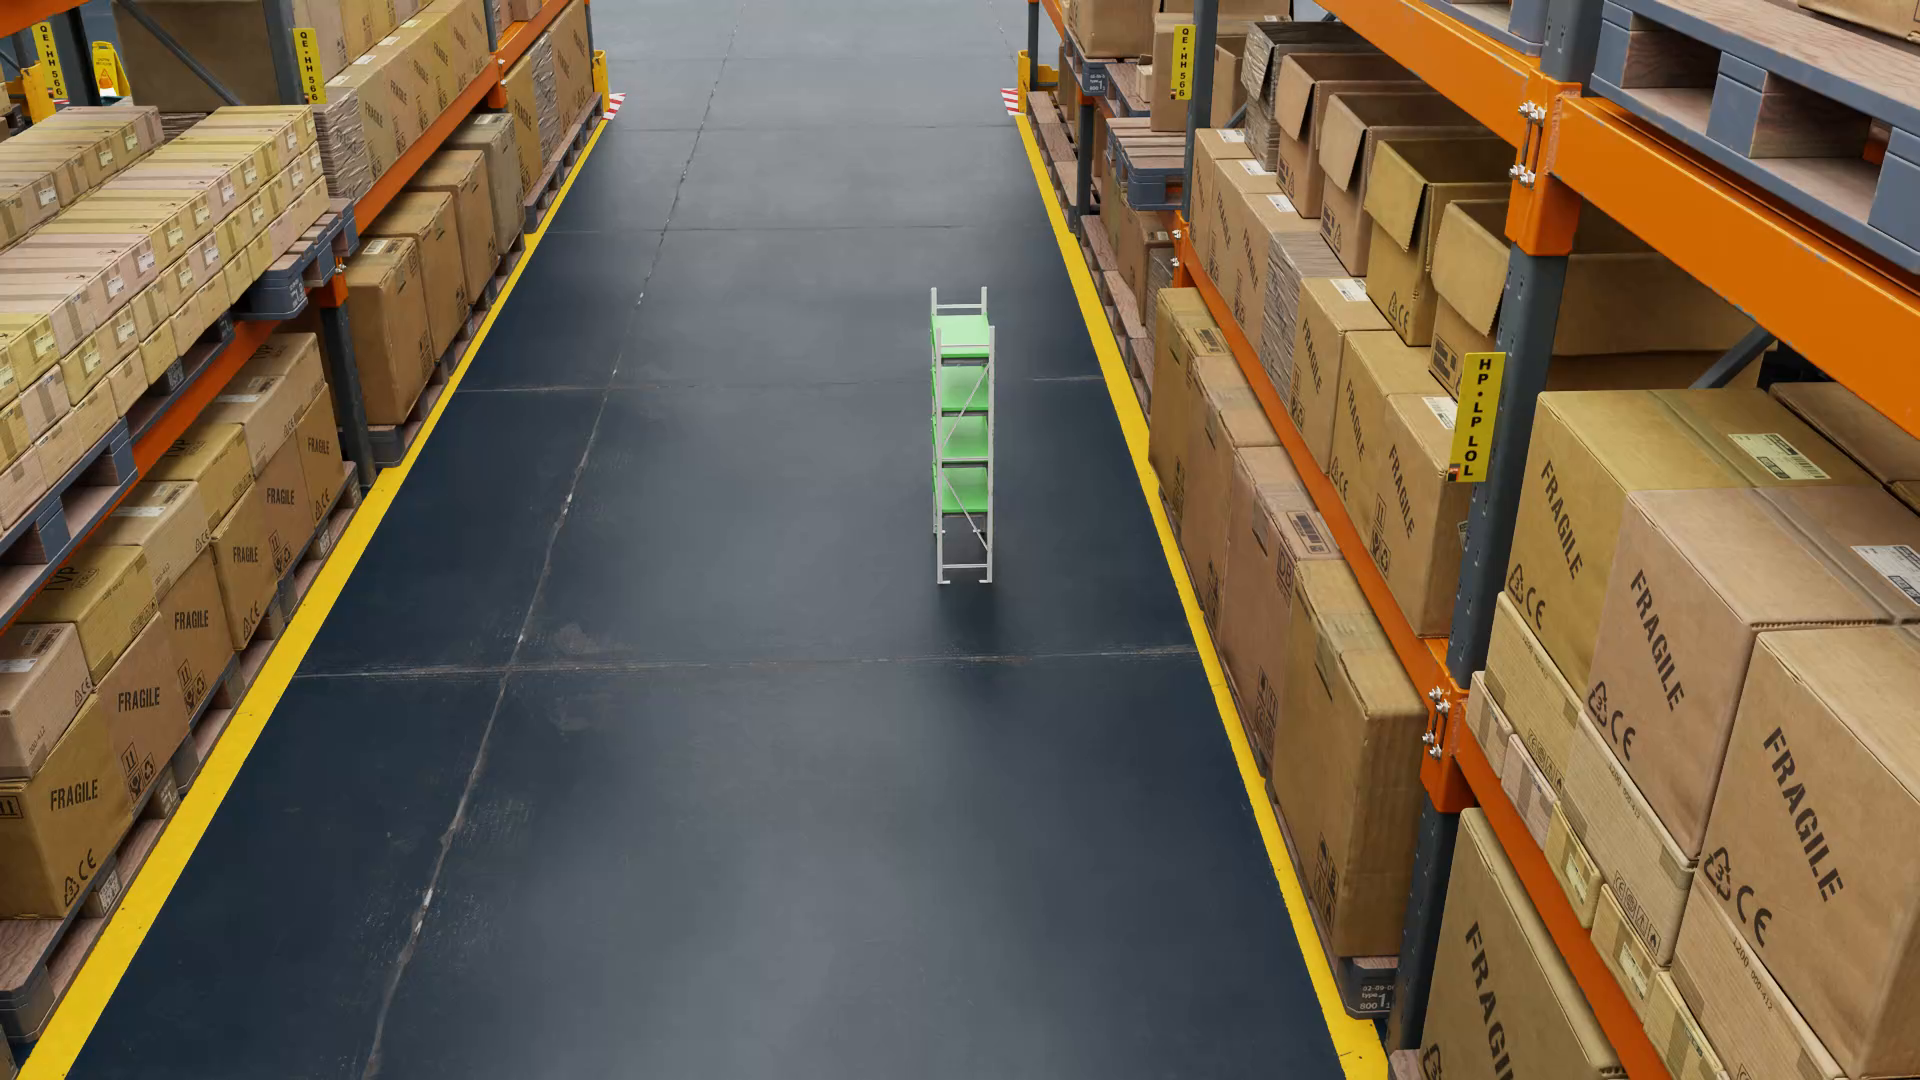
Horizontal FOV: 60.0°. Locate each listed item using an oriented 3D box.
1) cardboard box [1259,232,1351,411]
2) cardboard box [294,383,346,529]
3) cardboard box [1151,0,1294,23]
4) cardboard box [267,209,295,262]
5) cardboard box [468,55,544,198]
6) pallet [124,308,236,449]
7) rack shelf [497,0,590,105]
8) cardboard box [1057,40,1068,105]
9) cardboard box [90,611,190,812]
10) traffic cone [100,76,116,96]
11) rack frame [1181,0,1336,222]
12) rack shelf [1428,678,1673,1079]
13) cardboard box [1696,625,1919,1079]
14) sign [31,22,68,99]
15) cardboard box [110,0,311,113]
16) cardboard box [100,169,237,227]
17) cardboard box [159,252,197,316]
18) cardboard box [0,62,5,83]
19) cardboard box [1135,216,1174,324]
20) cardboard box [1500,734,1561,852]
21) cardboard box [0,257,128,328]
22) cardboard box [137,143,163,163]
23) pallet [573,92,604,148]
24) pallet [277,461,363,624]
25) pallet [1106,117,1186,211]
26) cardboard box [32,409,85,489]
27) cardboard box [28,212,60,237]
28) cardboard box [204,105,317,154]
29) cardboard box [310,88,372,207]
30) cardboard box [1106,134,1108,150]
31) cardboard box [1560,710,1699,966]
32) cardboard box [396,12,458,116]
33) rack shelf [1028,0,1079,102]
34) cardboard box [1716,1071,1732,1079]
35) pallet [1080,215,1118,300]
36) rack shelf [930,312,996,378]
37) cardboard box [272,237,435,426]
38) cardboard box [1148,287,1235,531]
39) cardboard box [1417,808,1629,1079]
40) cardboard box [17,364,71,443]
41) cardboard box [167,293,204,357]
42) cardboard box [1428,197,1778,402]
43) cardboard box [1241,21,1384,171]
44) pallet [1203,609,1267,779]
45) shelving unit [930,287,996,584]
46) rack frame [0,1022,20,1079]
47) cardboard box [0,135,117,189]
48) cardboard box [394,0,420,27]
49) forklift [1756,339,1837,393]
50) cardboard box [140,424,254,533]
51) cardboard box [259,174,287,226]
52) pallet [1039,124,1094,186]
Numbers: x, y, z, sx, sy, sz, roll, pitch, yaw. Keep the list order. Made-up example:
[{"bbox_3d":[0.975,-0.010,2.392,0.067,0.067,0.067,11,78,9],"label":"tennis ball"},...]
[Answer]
[{"bbox_3d":[1.378,-0.778,5.890,0.500,0.500,0.500,-1,28,-2],"label":"cardboard box"},{"bbox_3d":[-3.123,-0.378,7.479,0.500,0.500,0.500,-2,28,-3],"label":"cardboard box"},{"bbox_3d":[1.514,-2.951,9.599,0.797,0.503,0.637,1,28,3],"label":"cardboard box"},{"bbox_3d":[-2.908,-1.222,6.667,0.380,0.149,0.250,-1,28,-2],"label":"cardboard box"},{"bbox_3d":[-3.590,-2.981,12.065,0.875,0.875,0.875,-1,28,-2],"label":"cardboard box"},{"bbox_3d":[-3.274,-0.599,5.863,1.003,0.211,1.213,-1,28,-3],"label":"pallet"},{"bbox_3d":[-3.731,-4.049,13.048,1.077,0.370,4.000,-1,28,-3],"label":"rack shelf"},{"bbox_3d":[1.139,-4.154,14.720,0.500,0.500,0.500,4,28,7],"label":"cardboard box"},{"bbox_3d":[-3.012,0.580,5.643,0.500,0.500,0.500,0,28,0],"label":"cardboard box"},{"bbox_3d":[-7.463,-3.833,14.600,0.336,0.463,0.334,-1,28,-3],"label":"traffic cone"},{"bbox_3d":[1.540,-1.670,7.709,1.000,3.000,0.127,-1,28,-3],"label":"rack frame"},{"bbox_3d":[1.854,1.419,2.563,1.077,0.370,4.000,-1,28,-3],"label":"rack shelf"},{"bbox_3d":[1.569,0.474,2.627,0.500,0.500,0.500,-2,28,-4],"label":"cardboard box"},{"bbox_3d":[-3.972,-2.096,7.273,0.100,0.325,0.005,-1,28,-3],"label":"sign"},{"bbox_3d":[-3.432,-2.293,7.713,0.700,0.500,0.500,-2,28,-3],"label":"cardboard box"},{"bbox_3d":[-2.886,-1.249,6.075,0.380,0.149,0.250,-1,28,-3],"label":"cardboard box"},{"bbox_3d":[-2.854,-0.872,5.674,0.380,0.149,0.250,-2,28,-4],"label":"cardboard box"},{"bbox_3d":[-8.472,-4.062,14.002,0.500,0.500,0.500,-1,28,-2],"label":"cardboard box"},{"bbox_3d":[1.407,-1.584,9.770,0.700,0.500,0.500,1,28,2],"label":"cardboard box"},{"bbox_3d":[1.446,0.554,3.716,0.380,0.149,0.250,-2,28,-4],"label":"cardboard box"},{"bbox_3d":[-2.826,-0.762,5.142,0.380,0.149,0.250,-2,28,-3],"label":"cardboard box"},{"bbox_3d":[-3.593,-1.576,7.024,0.380,0.149,0.250,0,28,0],"label":"cardboard box"},{"bbox_3d":[-3.716,-3.688,14.593,1.003,0.211,1.213,-1,28,-3],"label":"pallet"},{"bbox_3d":[-3.379,0.000,7.522,1.003,0.211,1.213,-1,28,-3],"label":"pallet"},{"bbox_3d":[1.397,-1.912,8.380,1.213,0.211,1.003,-1,28,-3],"label":"pallet"},{"bbox_3d":[-2.800,-0.261,4.825,0.380,0.149,0.250,-1,28,-2],"label":"cardboard box"},{"bbox_3d":[-3.534,-1.096,6.104,0.380,0.149,0.250,-1,28,-3],"label":"cardboard box"},{"bbox_3d":[-2.935,-1.721,6.980,0.380,0.149,0.250,-2,28,-5],"label":"cardboard box"},{"bbox_3d":[-3.172,-1.856,7.956,0.500,0.500,0.500,-1,28,-2],"label":"cardboard box"},{"bbox_3d":[1.351,-2.781,12.088,0.500,0.500,0.500,-2,28,-4],"label":"cardboard box"},{"bbox_3d":[1.533,0.564,3.265,0.500,0.250,0.500,-2,28,-3],"label":"cardboard box"},{"bbox_3d":[-3.280,-2.788,9.743,0.500,0.500,0.500,-1,28,-2],"label":"cardboard box"},{"bbox_3d":[1.227,-4.122,13.188,1.077,0.370,4.000,-1,28,-3],"label":"rack shelf"},{"bbox_3d":[1.501,1.031,2.801,0.380,0.149,0.250,-1,28,-2],"label":"cardboard box"},{"bbox_3d":[1.374,-1.922,11.207,1.003,0.211,1.213,-1,28,-3],"label":"pallet"},{"bbox_3d":[0.009,-0.824,7.134,0.258,0.148,0.480,-1,28,-3],"label":"rack shelf"},{"bbox_3d":[-3.360,-1.070,8.536,1.050,0.750,0.750,-2,28,-3],"label":"cardboard box"},{"bbox_3d":[1.556,-0.595,7.491,1.225,0.875,0.875,-3,28,-5],"label":"cardboard box"},{"bbox_3d":[1.704,1.239,3.974,0.875,0.875,0.875,-1,28,-3],"label":"cardboard box"},{"bbox_3d":[-2.800,-0.389,4.748,0.380,0.149,0.250,-1,28,-1],"label":"cardboard box"},{"bbox_3d":[-2.854,-0.737,5.738,0.380,0.149,0.250,-3,28,-5],"label":"cardboard box"},{"bbox_3d":[1.708,-0.607,4.478,0.797,0.503,0.637,-2,28,-4],"label":"cardboard box"},{"bbox_3d":[1.562,-1.822,6.806,0.797,0.503,0.637,0,28,-1],"label":"cardboard box"},{"bbox_3d":[1.567,0.494,6.575,1.003,0.211,1.213,-1,28,-3],"label":"pallet"},{"bbox_3d":[0.009,-0.456,7.326,0.258,1.200,0.503,-1,28,-3],"label":"shelving unit"},{"bbox_3d":[-3.209,0.250,4.027,1.000,3.000,0.127,-1,28,-3],"label":"rack frame"},{"bbox_3d":[-3.562,-1.480,6.519,0.380,0.149,0.250,-2,28,-3],"label":"cardboard box"},{"bbox_3d":[-3.540,-3.232,9.514,0.700,0.500,0.500,-1,28,-2],"label":"cardboard box"},{"bbox_3d":[3.435,-1.175,6.833,1.130,2.935,3.031,-1,28,-1],"label":"forklift"},{"bbox_3d":[-3.072,-0.230,6.386,0.500,0.250,0.500,-1,28,-1],"label":"cardboard box"},{"bbox_3d":[-2.906,-1.342,6.576,0.380,0.149,0.250,-1,28,-1],"label":"cardboard box"},{"bbox_3d":[1.194,-3.155,13.572,1.003,0.211,1.213,-1,28,-3],"label":"pallet"}]
